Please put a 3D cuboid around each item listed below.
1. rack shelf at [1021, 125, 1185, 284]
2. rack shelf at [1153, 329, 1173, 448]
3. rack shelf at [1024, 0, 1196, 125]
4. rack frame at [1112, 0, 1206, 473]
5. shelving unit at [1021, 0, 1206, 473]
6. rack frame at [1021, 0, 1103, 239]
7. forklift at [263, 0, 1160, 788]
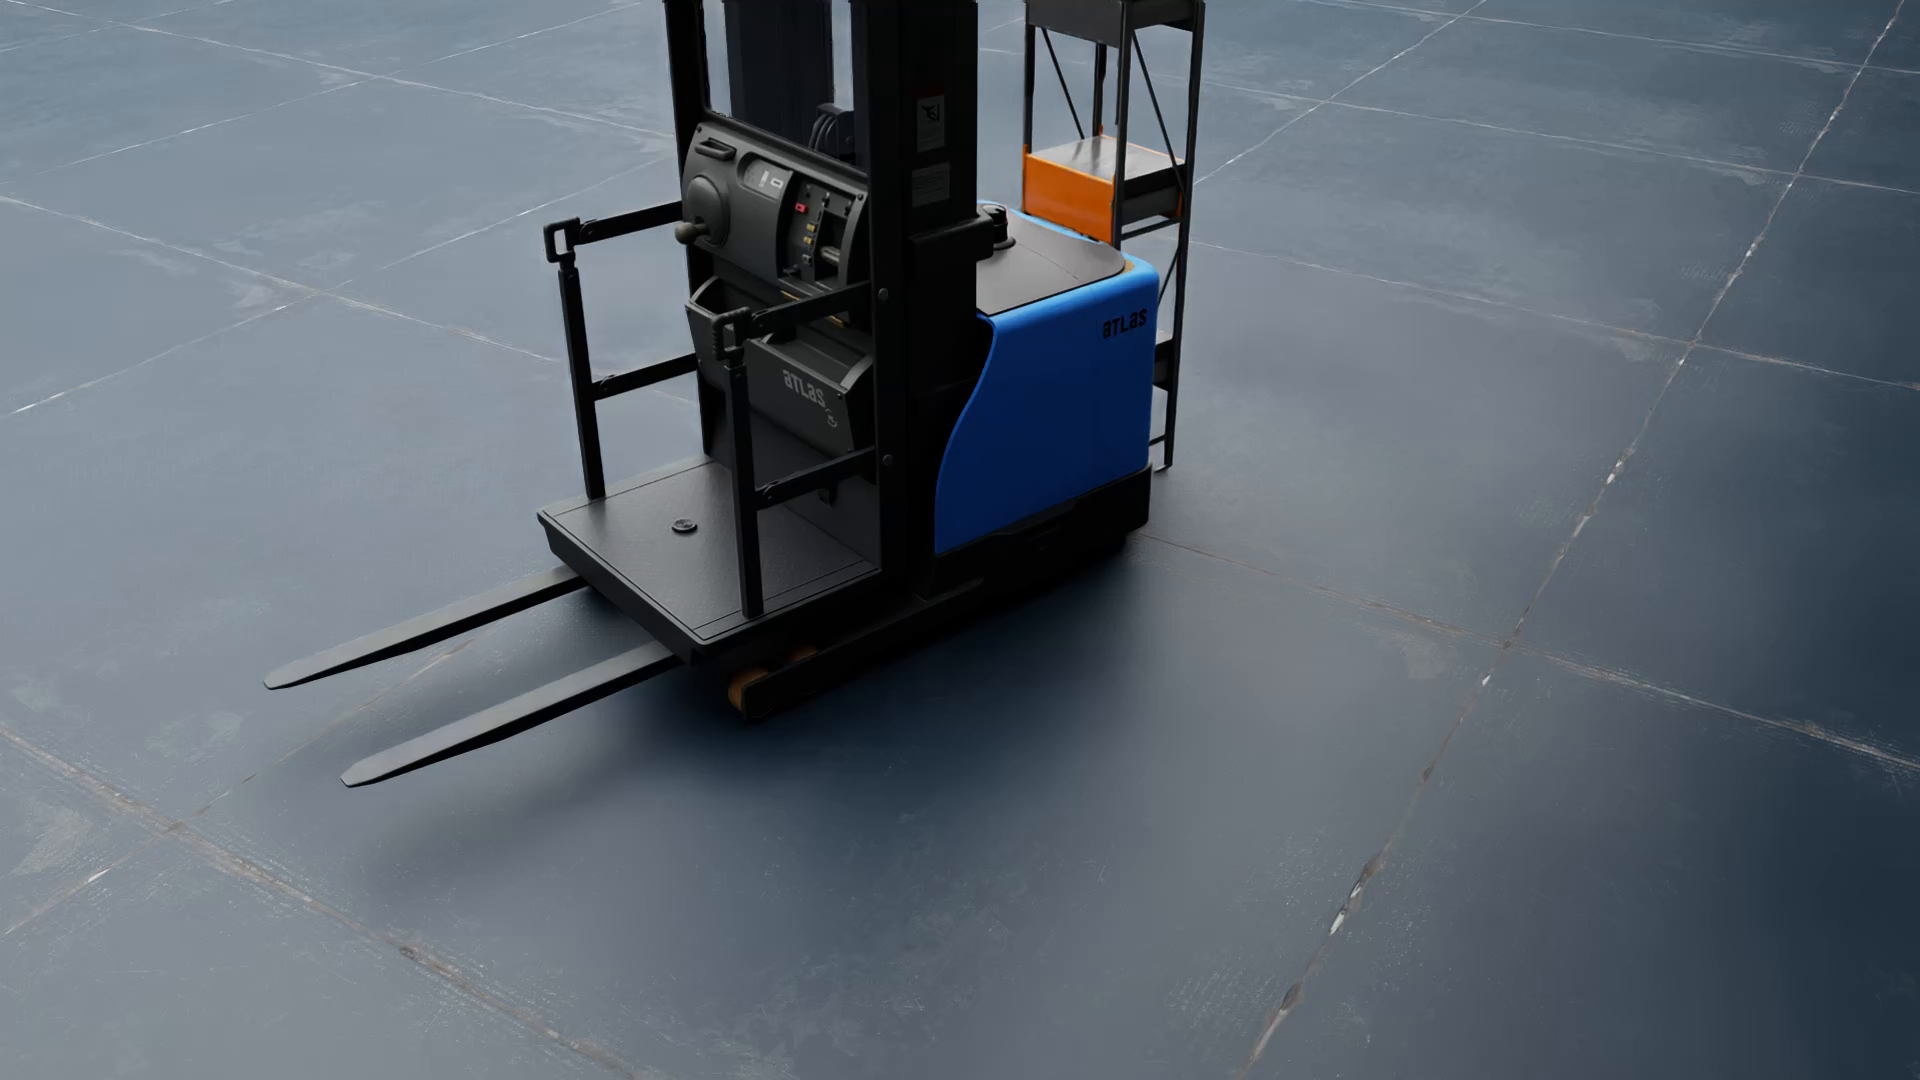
[{"bbox_3d":[0.548,-1.227,6.296,0.431,0.518,0.480,-23,37,-34],"label":"rack shelf"},{"bbox_3d":[0.548,-0.622,6.649,0.431,0.518,0.480,-23,37,-34],"label":"rack shelf"},{"bbox_3d":[0.548,-1.831,5.943,0.431,0.518,0.480,-23,37,-34],"label":"rack shelf"},{"bbox_3d":[0.706,-1.145,6.128,0.400,2.100,0.015,-23,37,-34],"label":"rack frame"},{"bbox_3d":[0.548,-1.238,6.289,0.431,2.100,0.503,-23,37,-34],"label":"shelving unit"},{"bbox_3d":[0.390,-1.332,6.449,0.400,2.100,0.015,-23,37,-34],"label":"rack frame"},{"bbox_3d":[-0.750,-1.001,5.057,3.031,2.935,1.130,-23,37,-33],"label":"forklift"}]
